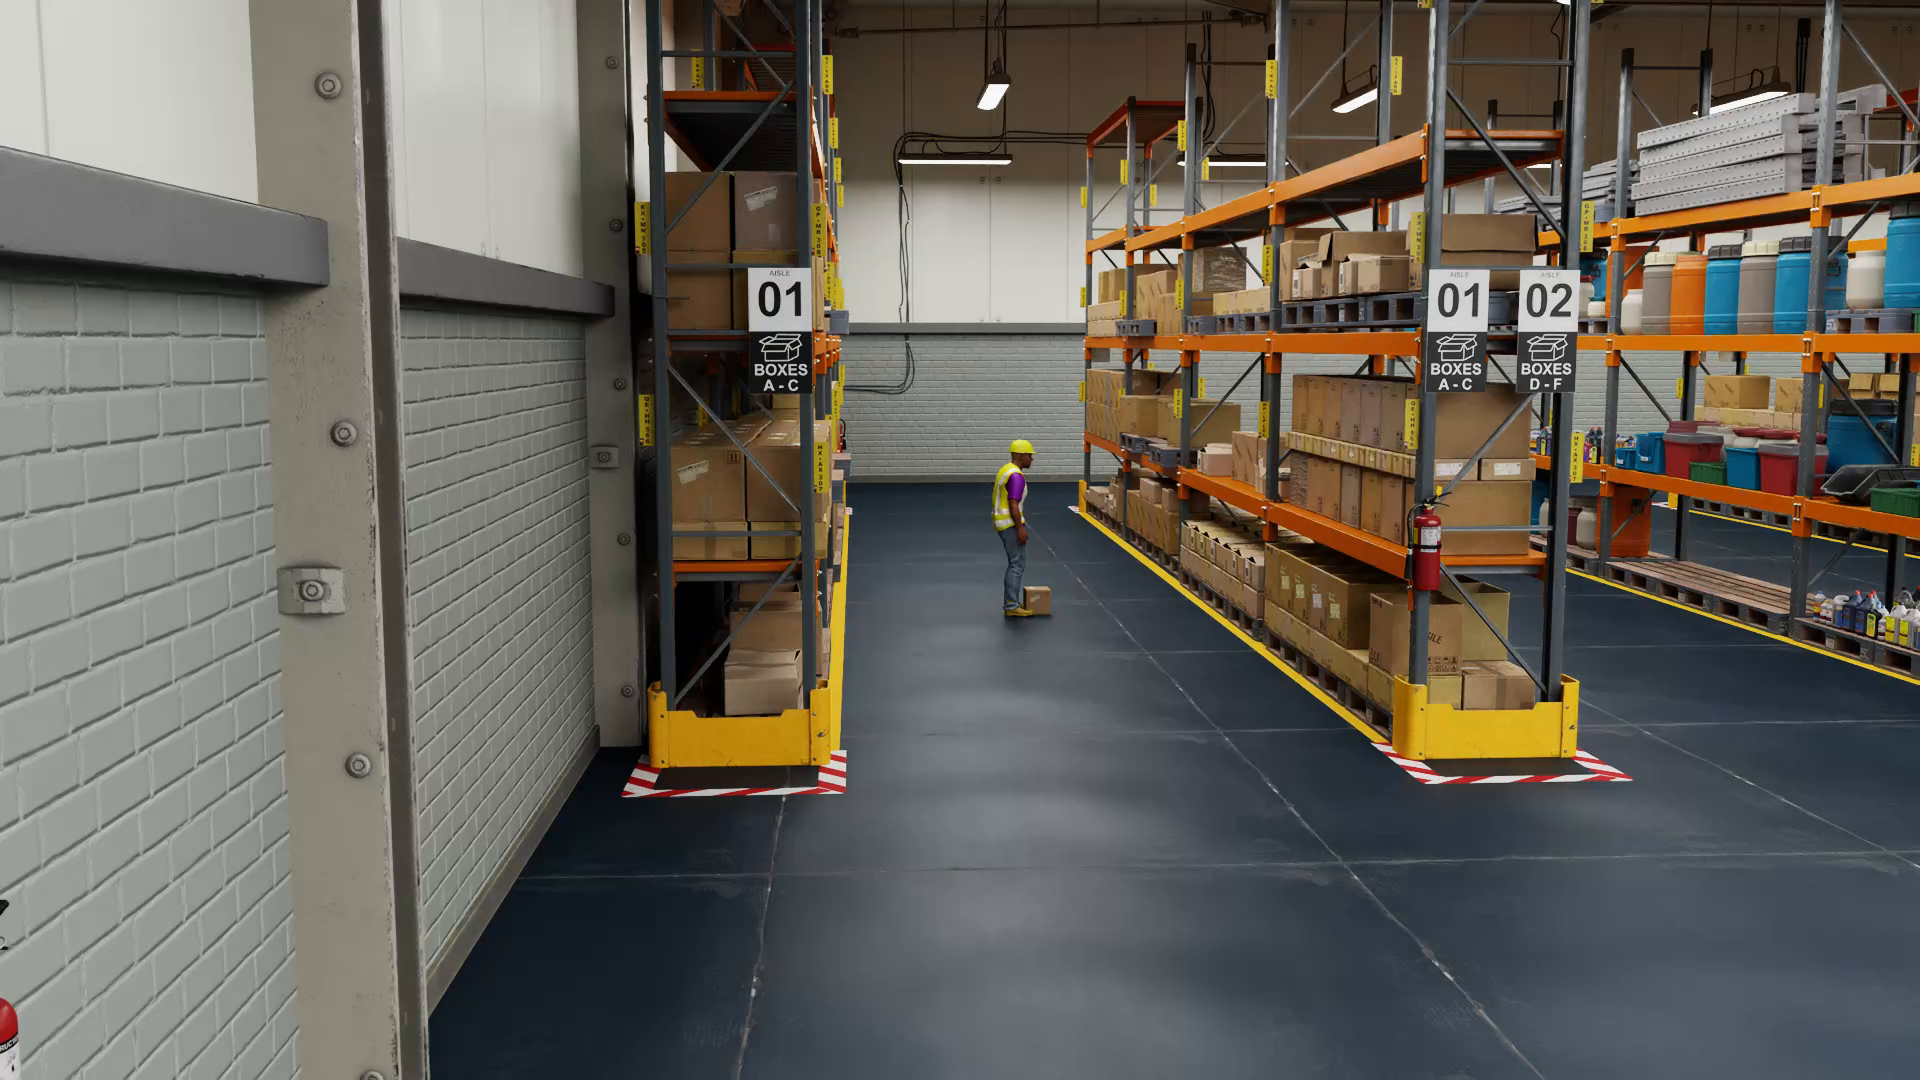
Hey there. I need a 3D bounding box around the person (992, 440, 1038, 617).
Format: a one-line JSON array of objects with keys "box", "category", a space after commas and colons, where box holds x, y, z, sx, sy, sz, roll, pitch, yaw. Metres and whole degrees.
[{"box": [0.558, -0.132, 16.768, 0.459, 1.761, 0.638, -1, 7, -6], "category": "person"}]
